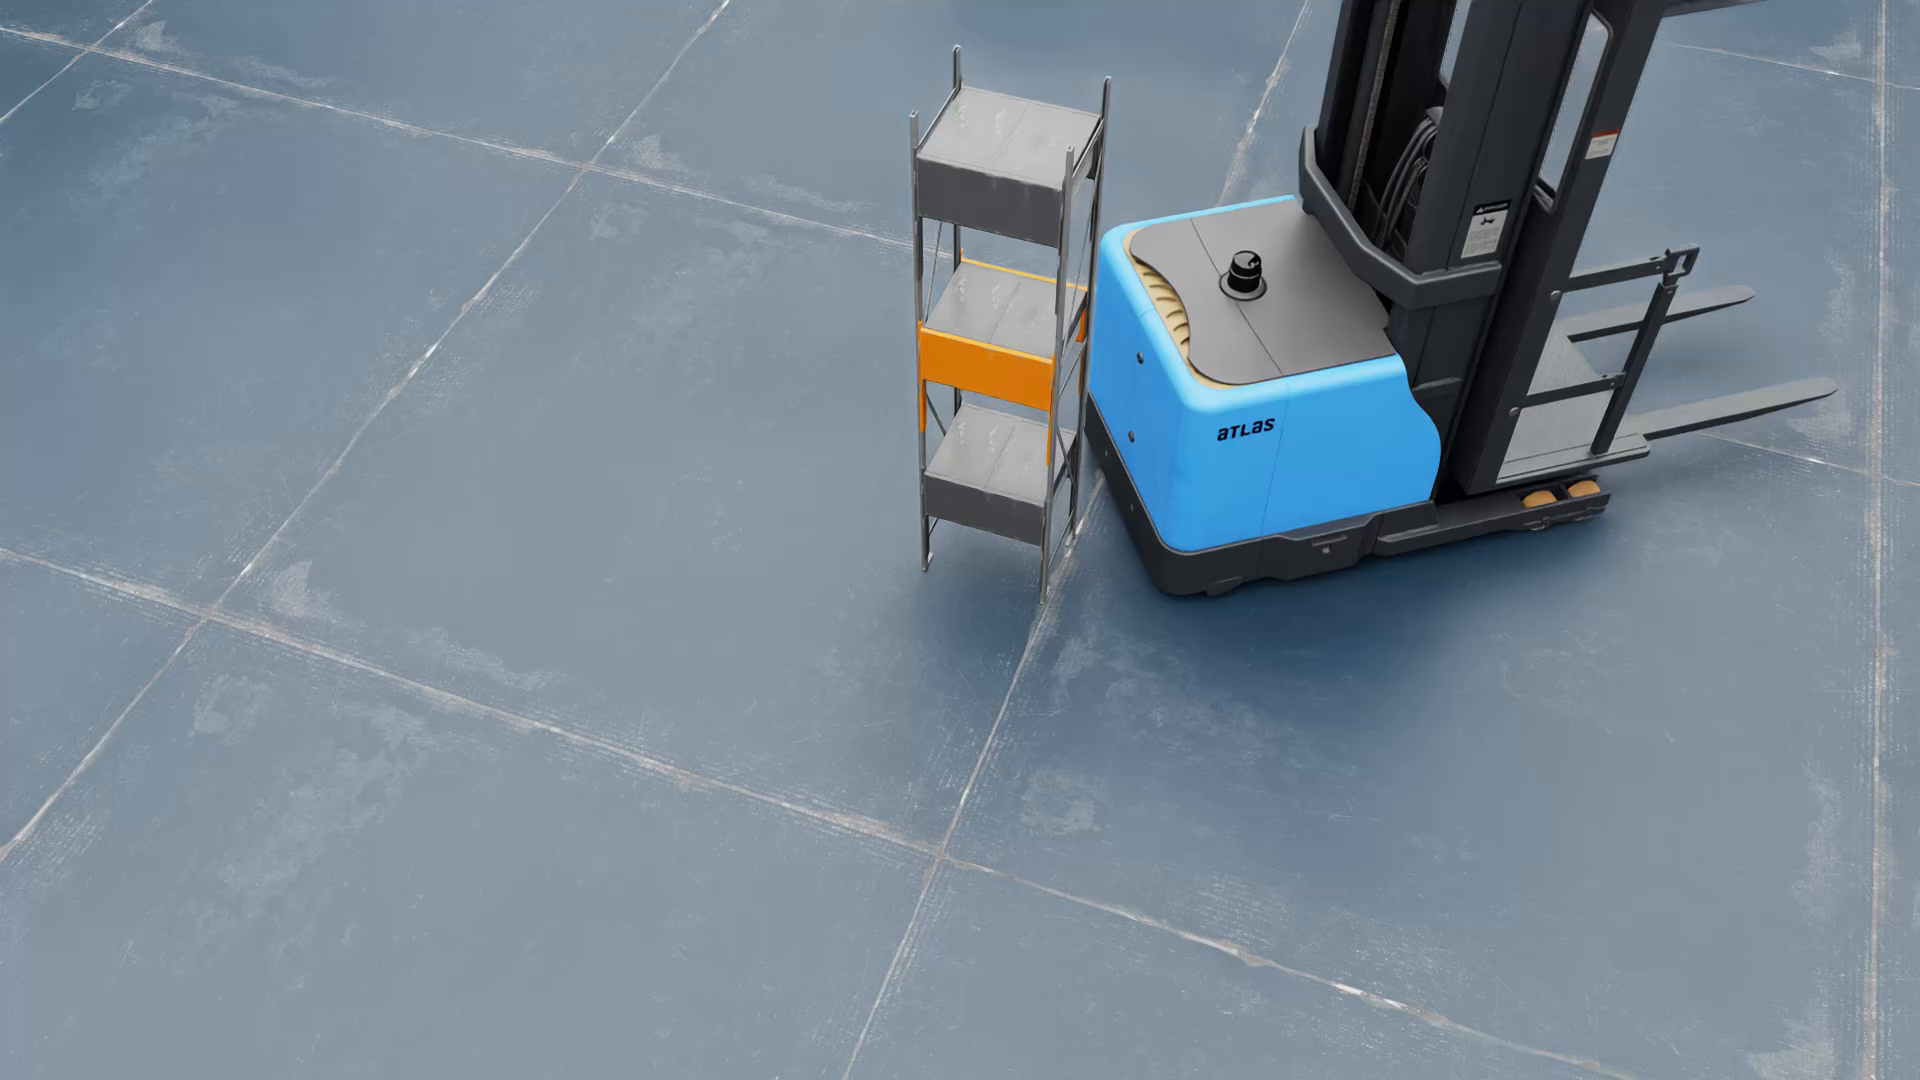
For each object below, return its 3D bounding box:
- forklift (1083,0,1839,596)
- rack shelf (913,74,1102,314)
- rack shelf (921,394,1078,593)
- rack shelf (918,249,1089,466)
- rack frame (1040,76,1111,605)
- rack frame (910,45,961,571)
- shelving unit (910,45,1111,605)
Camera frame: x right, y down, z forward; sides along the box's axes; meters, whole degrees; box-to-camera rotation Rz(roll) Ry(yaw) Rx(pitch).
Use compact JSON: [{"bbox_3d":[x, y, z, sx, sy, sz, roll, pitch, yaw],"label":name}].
[{"bbox_3d":[2.085,-1.373,5.867,3.031,2.935,1.130,-12,50,-10],"label":"forklift"},{"bbox_3d":[0.155,-1.094,5.267,0.480,0.518,0.431,16,51,13],"label":"rack shelf"},{"bbox_3d":[0.155,-0.177,6.325,0.480,0.518,0.431,16,51,13],"label":"rack shelf"},{"bbox_3d":[0.155,-0.635,5.796,0.480,0.518,0.431,16,51,13],"label":"rack shelf"},{"bbox_3d":[0.384,-0.580,5.730,0.015,2.100,0.400,16,51,13],"label":"rack frame"},{"bbox_3d":[-0.074,-0.708,5.841,0.015,2.100,0.400,16,51,13],"label":"rack frame"},{"bbox_3d":[0.155,-0.644,5.786,0.503,2.100,0.431,16,51,13],"label":"shelving unit"}]
